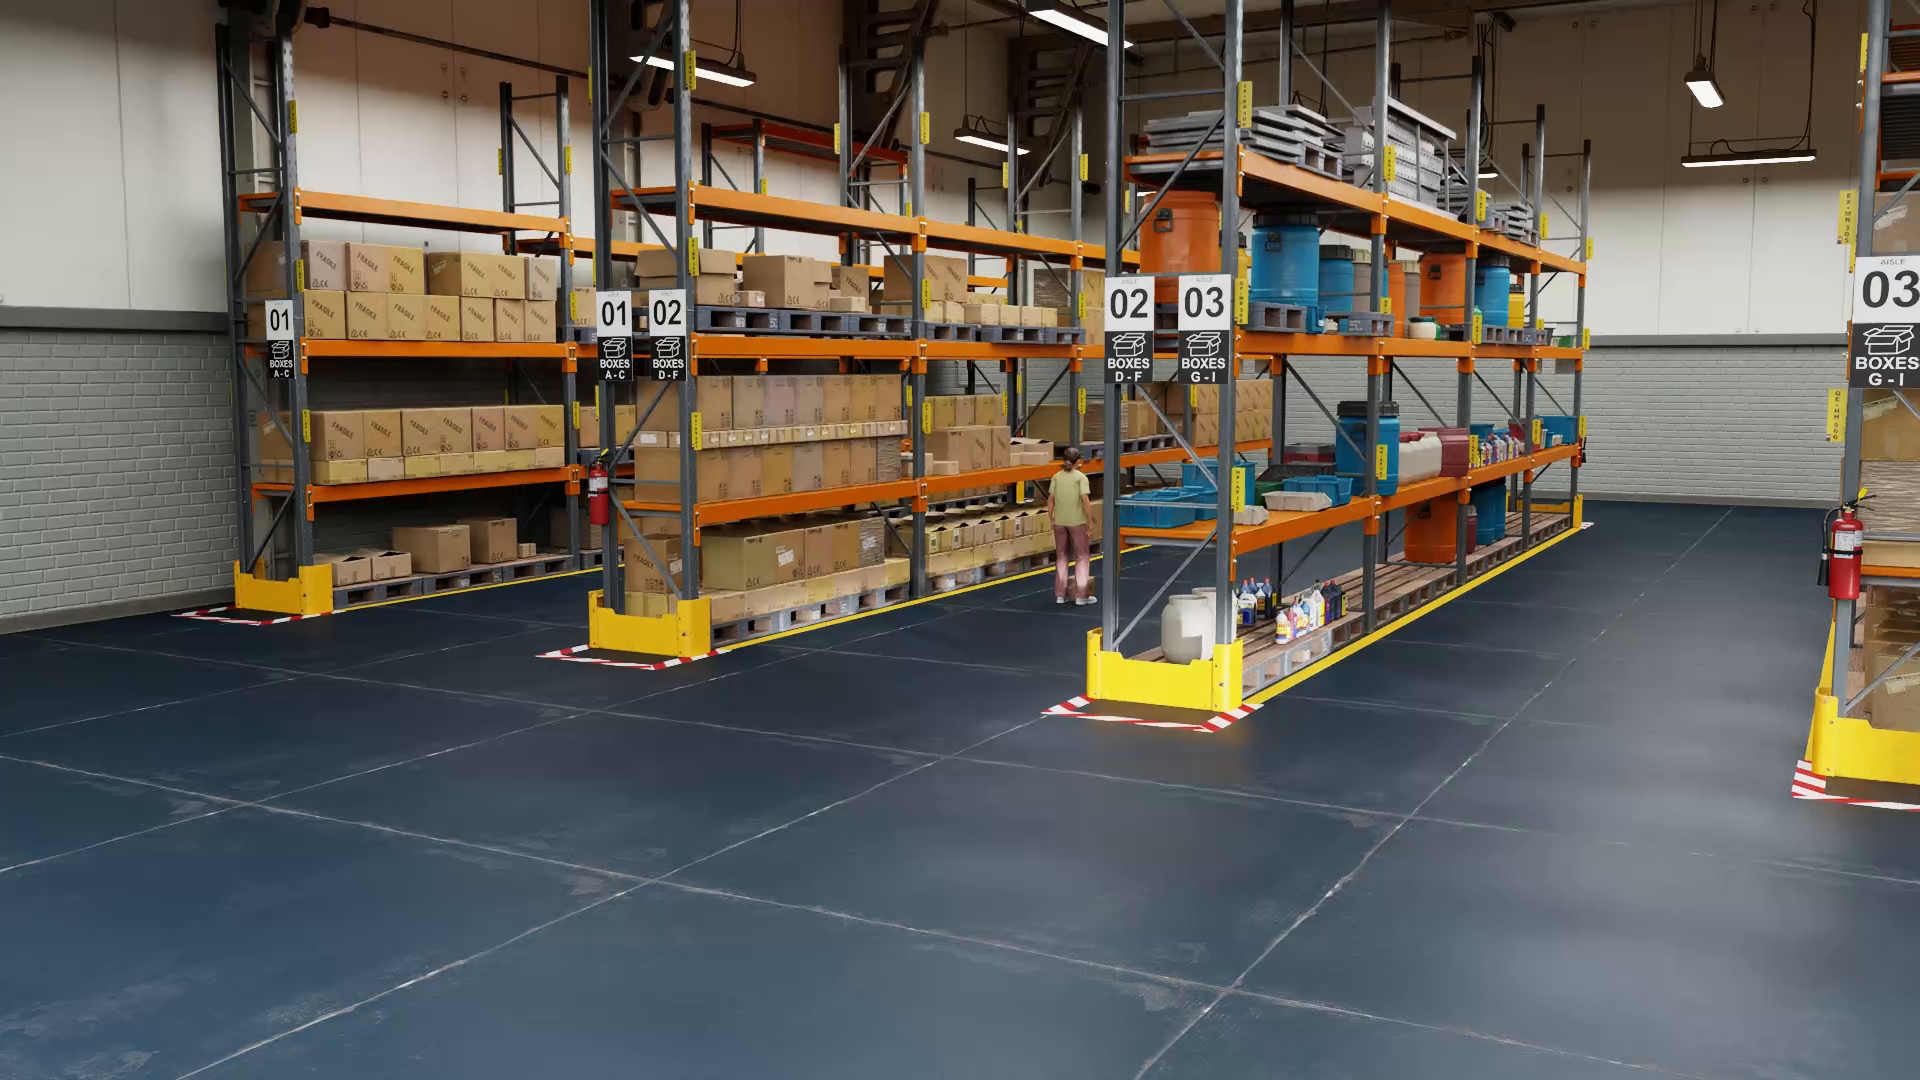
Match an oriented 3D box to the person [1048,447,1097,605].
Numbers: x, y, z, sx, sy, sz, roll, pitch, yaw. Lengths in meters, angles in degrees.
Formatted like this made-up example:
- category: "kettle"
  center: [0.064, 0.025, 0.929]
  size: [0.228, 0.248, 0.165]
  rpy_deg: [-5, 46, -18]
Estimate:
- category: "person"
  center: [1.189, -0.154, 17.792]
  size: [0.500, 1.673, 0.353]
  rpy_deg: [3, 7, 28]
